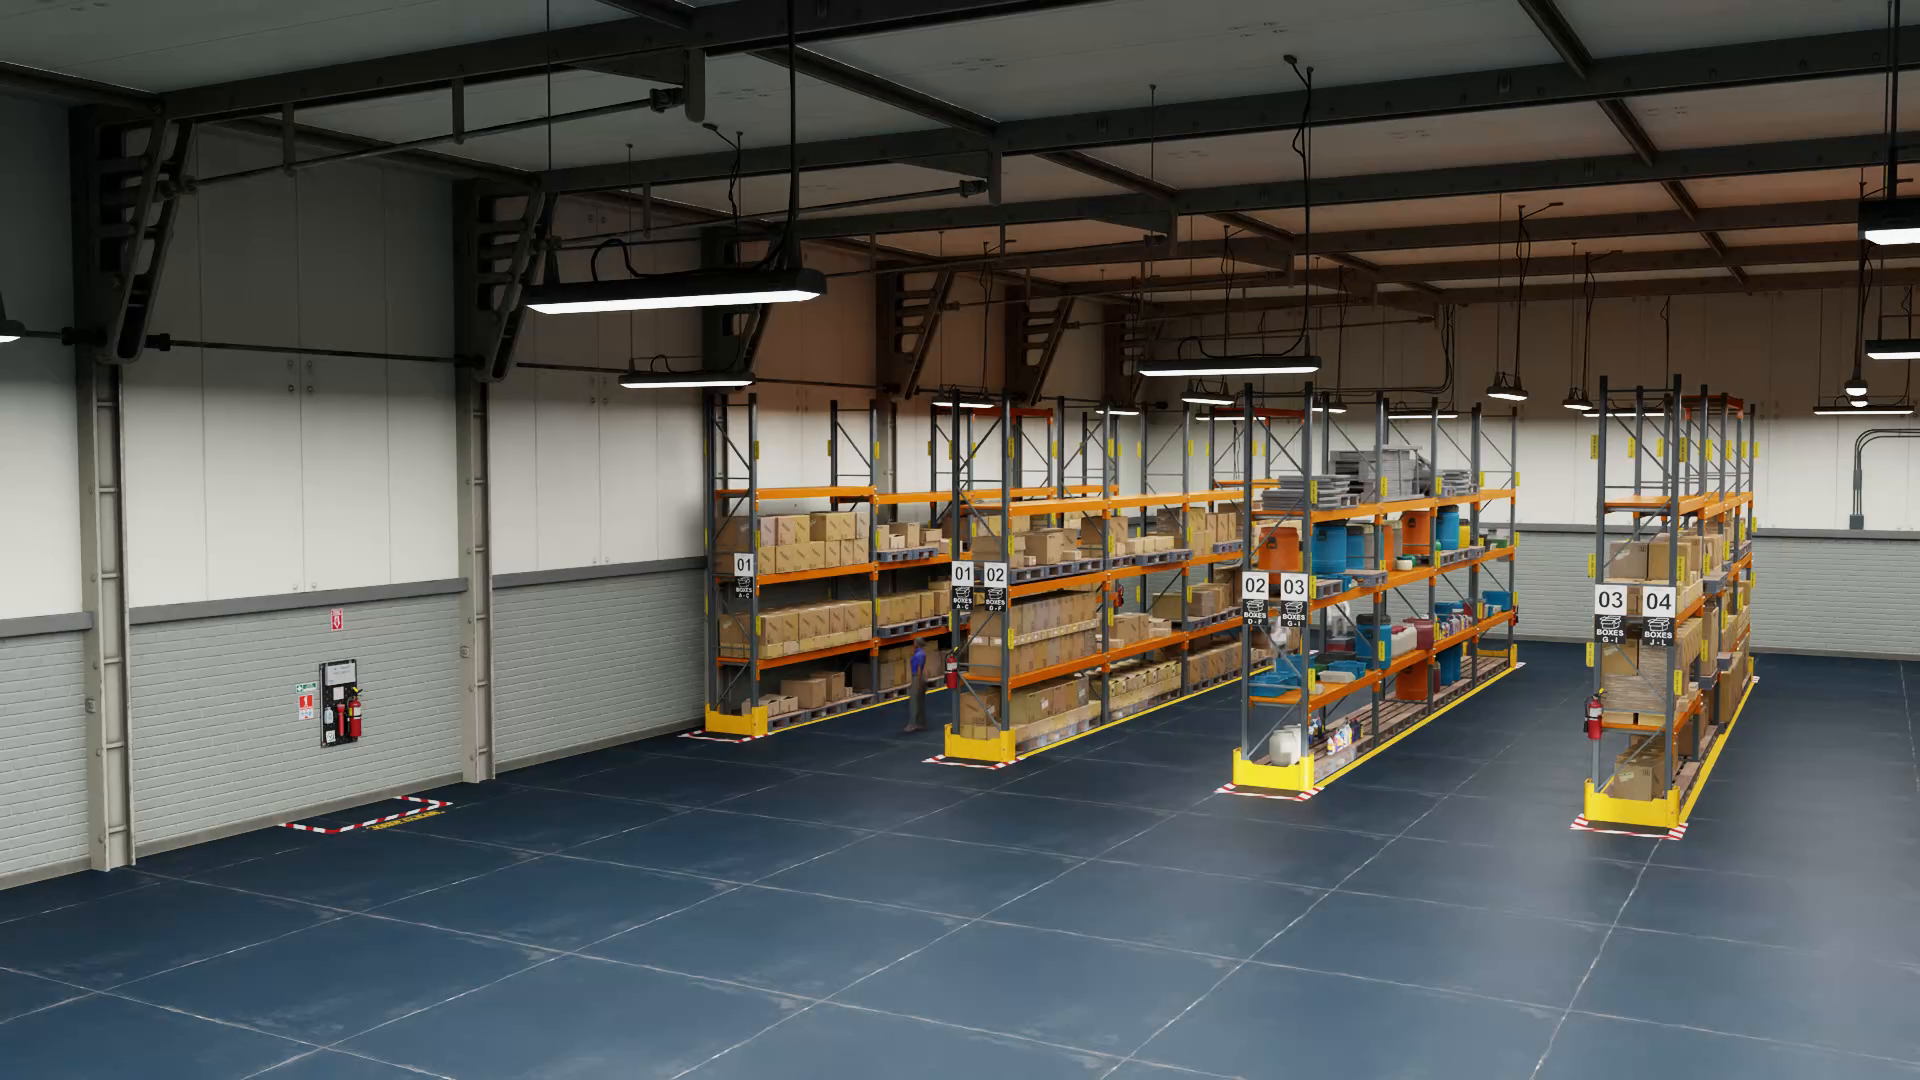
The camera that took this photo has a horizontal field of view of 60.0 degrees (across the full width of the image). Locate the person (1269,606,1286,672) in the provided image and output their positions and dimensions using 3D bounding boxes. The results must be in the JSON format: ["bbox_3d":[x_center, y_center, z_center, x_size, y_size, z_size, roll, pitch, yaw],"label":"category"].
[{"bbox_3d":[6.817,2.237,35.807,0.416,1.676,0.537,2,4,36],"label":"person"}]

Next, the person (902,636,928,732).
[{"bbox_3d":[-0.807,2.568,29.802,0.401,1.682,0.582,1,3,11],"label":"person"}]

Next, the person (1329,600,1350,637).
[{"bbox_3d":[9.438,1.929,41.381,0.521,1.694,0.385,1,3,16],"label":"person"}]
